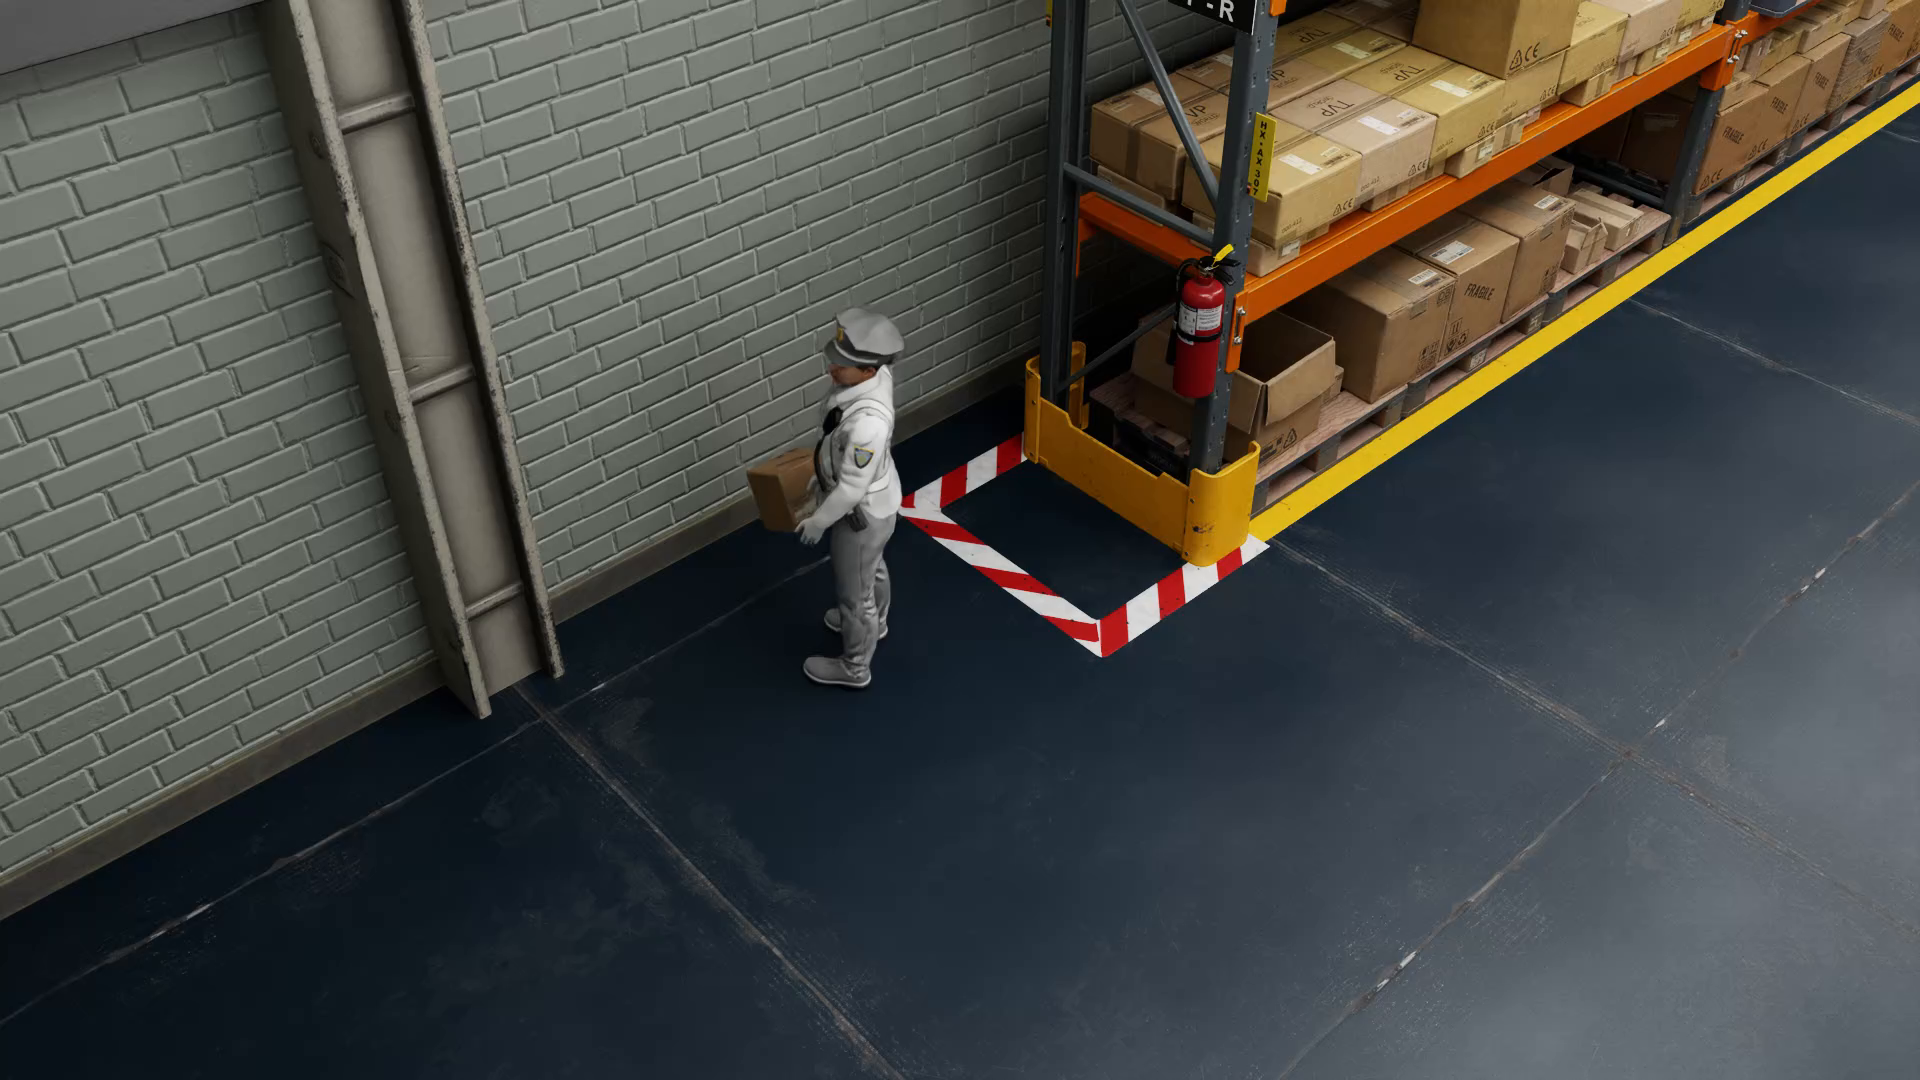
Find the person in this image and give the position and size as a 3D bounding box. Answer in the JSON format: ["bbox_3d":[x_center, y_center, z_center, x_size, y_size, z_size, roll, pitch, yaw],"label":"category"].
[{"bbox_3d":[-0.417,-0.154,6.295,0.447,1.692,0.558,-1,40,-1],"label":"person"}]
